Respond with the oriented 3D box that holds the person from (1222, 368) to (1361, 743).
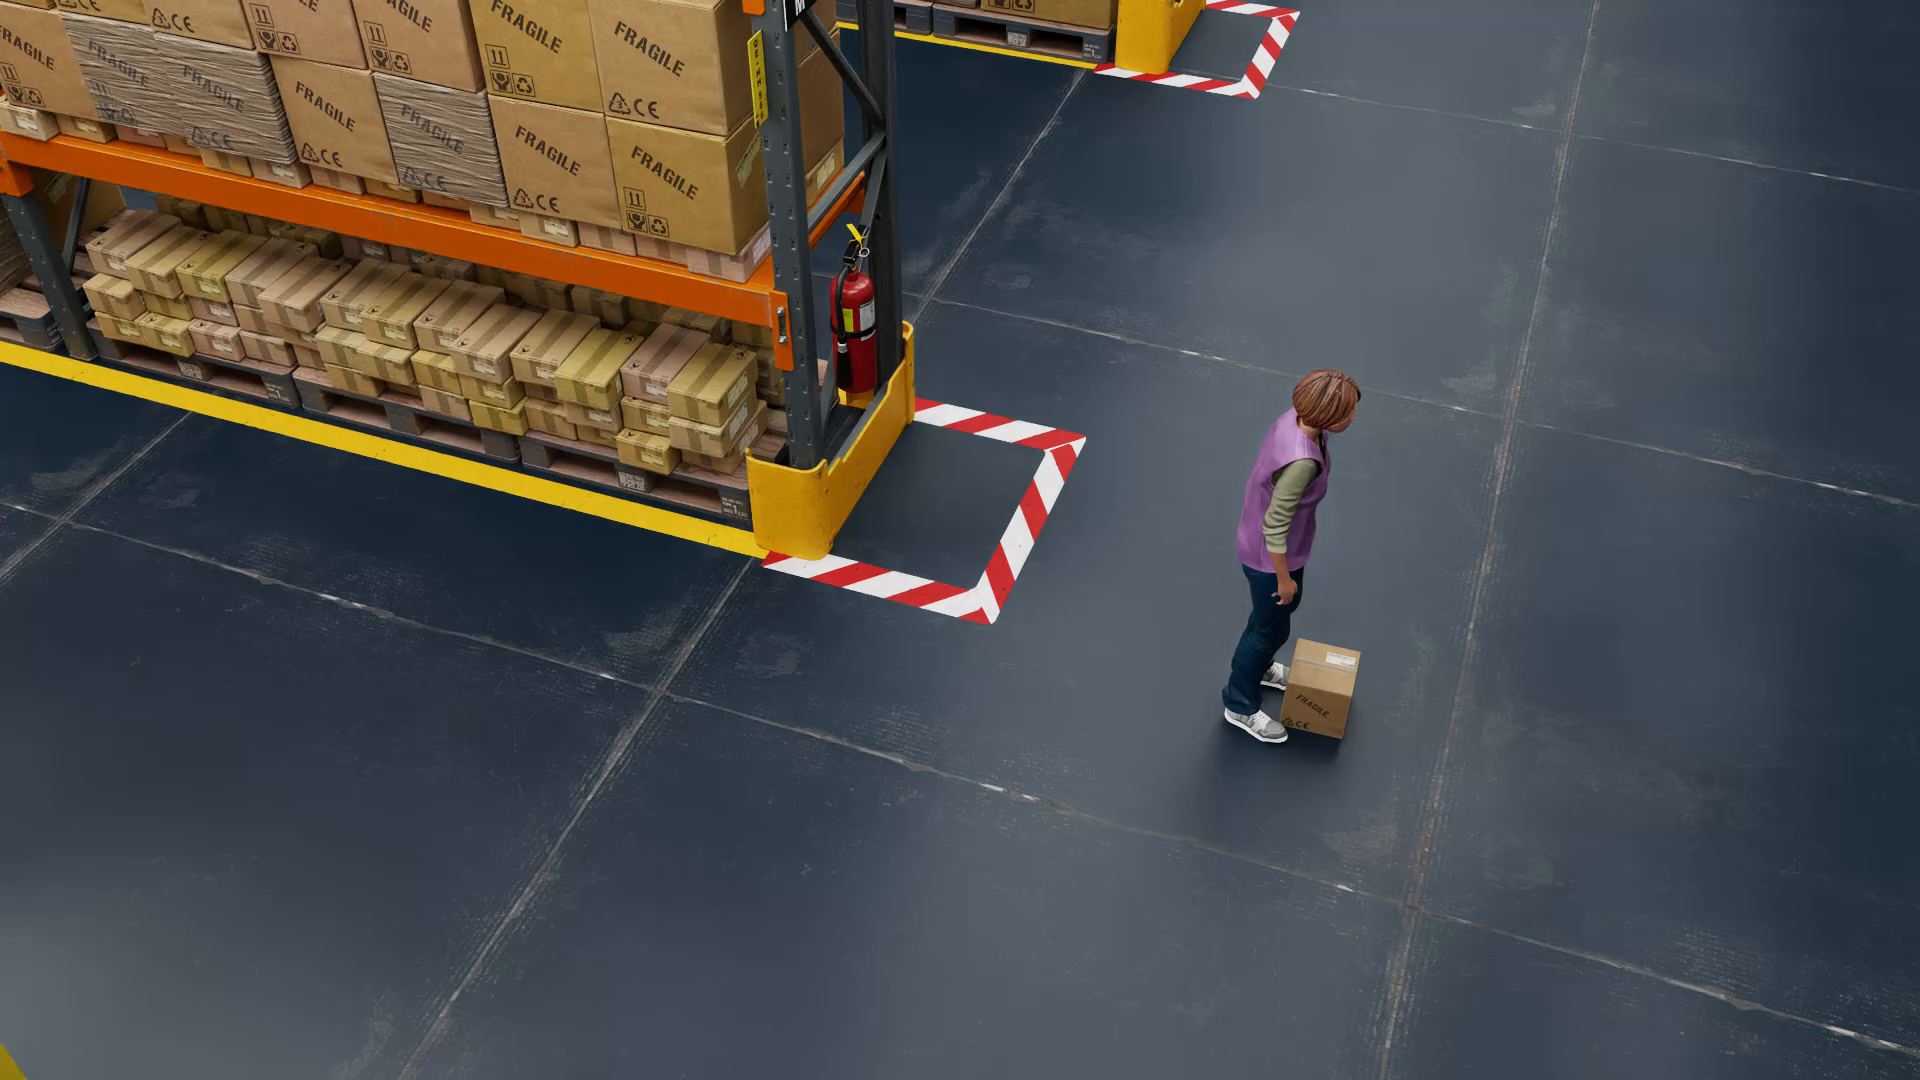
[{"bbox_3d":[1.188,0.032,6.132,0.340,1.594,0.484,12,43,13],"label":"person"}]
